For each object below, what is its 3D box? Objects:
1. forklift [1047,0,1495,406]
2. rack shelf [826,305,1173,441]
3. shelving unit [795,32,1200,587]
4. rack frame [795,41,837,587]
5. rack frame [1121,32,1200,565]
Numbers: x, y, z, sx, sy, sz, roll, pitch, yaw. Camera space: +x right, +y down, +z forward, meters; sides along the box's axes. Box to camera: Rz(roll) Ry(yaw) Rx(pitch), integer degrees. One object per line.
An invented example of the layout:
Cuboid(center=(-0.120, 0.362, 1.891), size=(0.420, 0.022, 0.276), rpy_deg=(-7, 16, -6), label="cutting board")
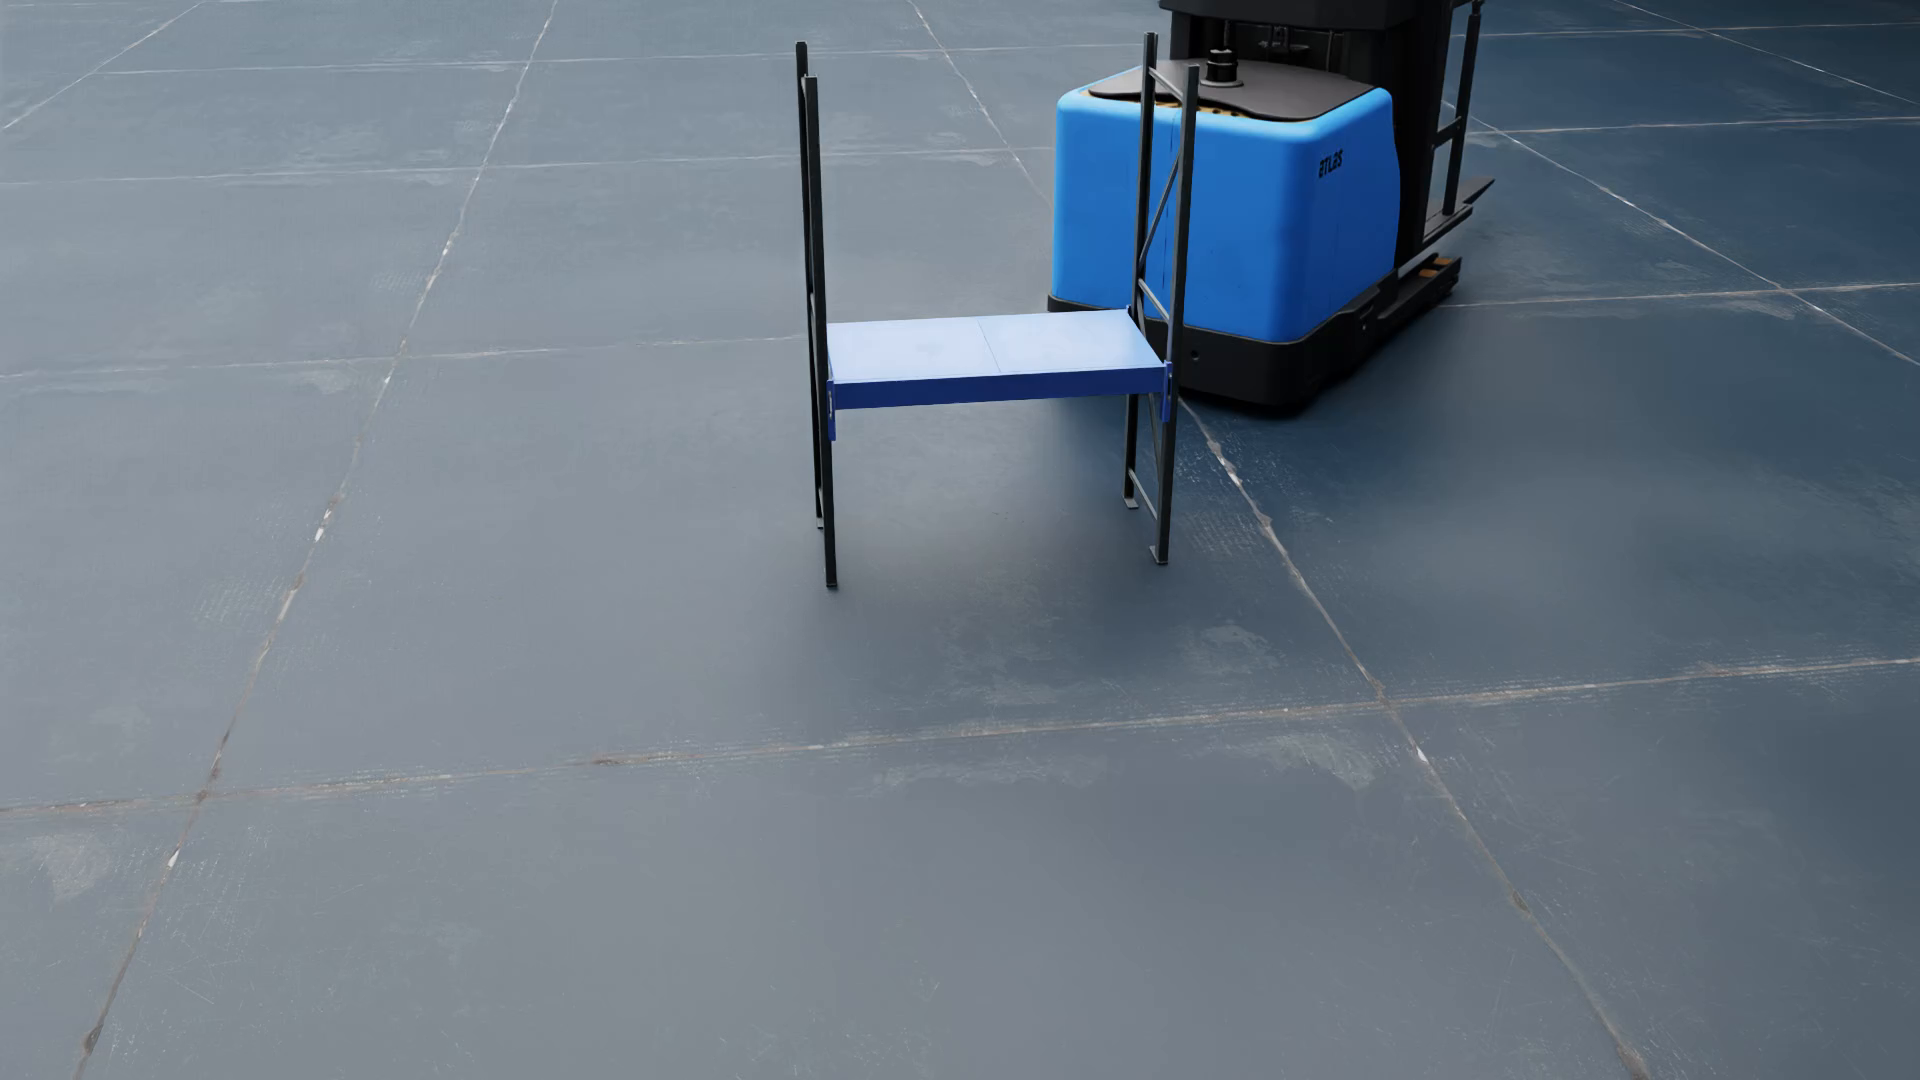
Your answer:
Cuboid(center=(1.561, -2.418, 6.753), size=(1.130, 2.935, 3.031), rpy_deg=(16, 31, 29), label="forklift")
Cuboid(center=(0.084, -0.513, 5.000), size=(1.000, 0.185, 0.538), rpy_deg=(-4, 27, -7), label="rack shelf")
Cuboid(center=(0.084, -0.673, 4.918), size=(1.048, 1.500, 0.538), rpy_deg=(-4, 27, -7), label="shelving unit")
Cuboid(center=(-0.419, -0.640, 4.855), size=(0.032, 1.500, 0.500), rpy_deg=(-4, 27, -7), label="rack frame")
Cuboid(center=(0.588, -0.705, 4.981), size=(0.032, 1.500, 0.500), rpy_deg=(-4, 27, -7), label="rack frame")
